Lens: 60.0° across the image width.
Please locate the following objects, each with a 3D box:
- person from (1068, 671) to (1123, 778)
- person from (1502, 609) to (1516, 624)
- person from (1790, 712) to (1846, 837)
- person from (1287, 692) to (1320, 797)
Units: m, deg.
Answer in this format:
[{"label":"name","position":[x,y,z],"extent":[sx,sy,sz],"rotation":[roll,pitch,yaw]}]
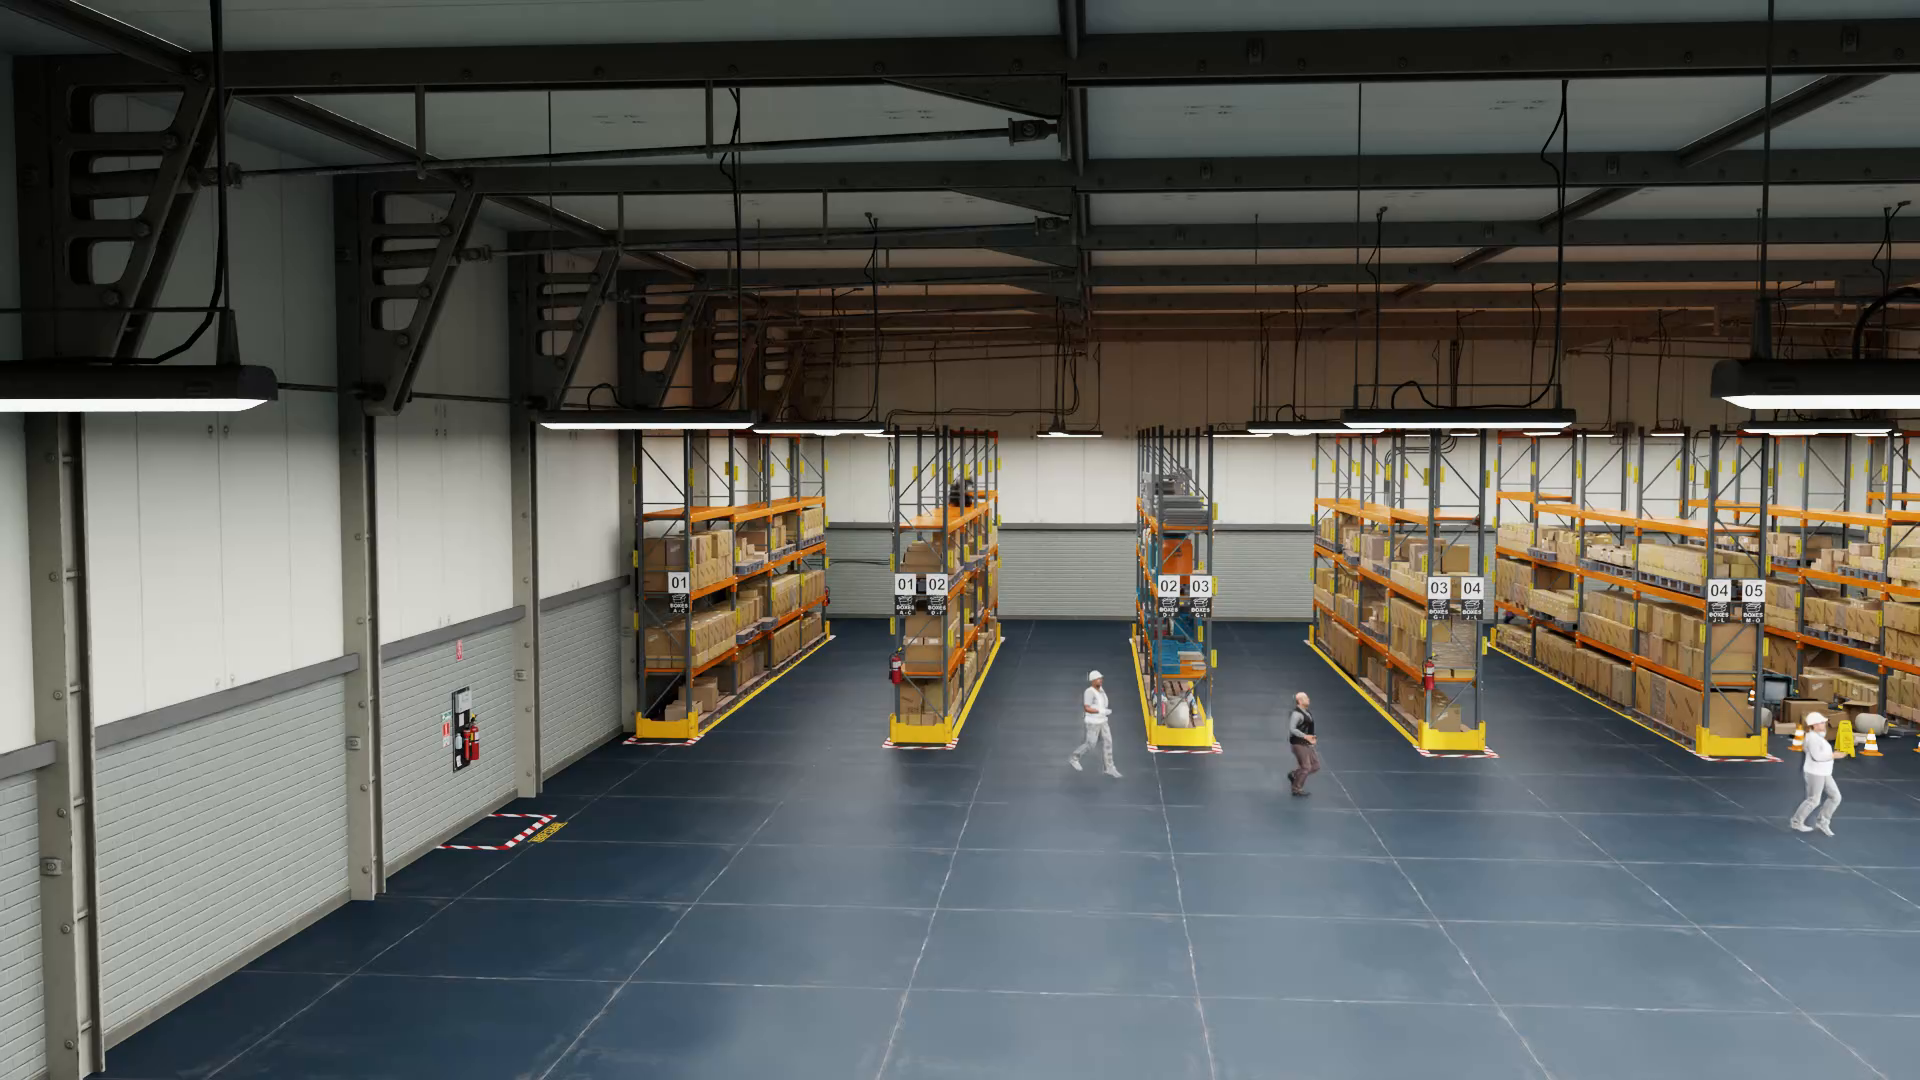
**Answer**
[{"label":"person","position":[2.304,3.120,28.277],"extent":[0.976,1.801,0.690],"rotation":[2,4,32]},{"label":"person","position":[15.732,2.135,47.476],"extent":[0.525,1.524,0.607],"rotation":[2,4,30]},{"label":"person","position":[12.410,3.397,24.019],"extent":[0.711,1.814,0.637],"rotation":[3,4,38]},{"label":"person","position":[5.502,3.276,26.672],"extent":[0.576,1.675,0.636],"rotation":[2,4,31]}]
